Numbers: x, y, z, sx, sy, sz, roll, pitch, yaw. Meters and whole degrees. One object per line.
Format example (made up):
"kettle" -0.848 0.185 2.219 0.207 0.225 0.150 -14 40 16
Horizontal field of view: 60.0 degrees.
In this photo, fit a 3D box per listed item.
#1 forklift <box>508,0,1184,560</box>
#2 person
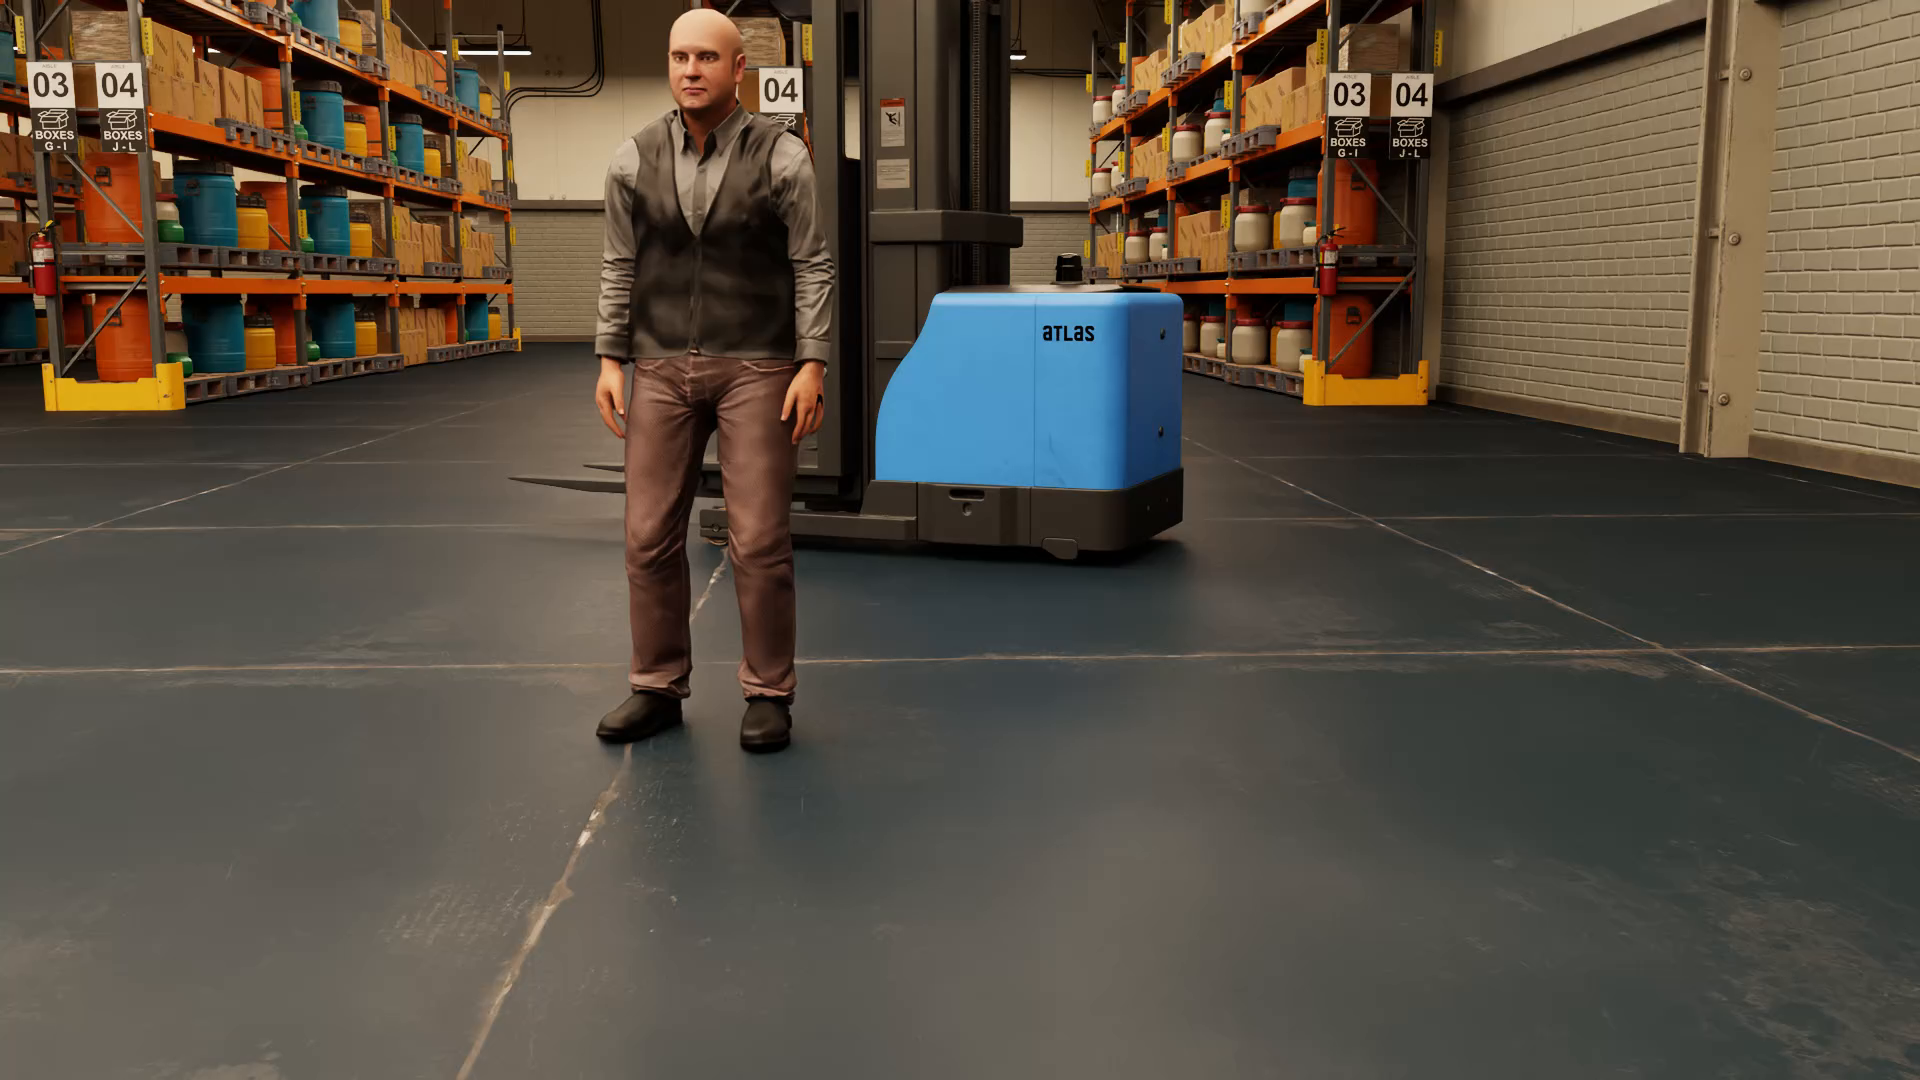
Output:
"forklift" -0.581 -1.484 7.323 3.031 2.935 1.130 3 9 21
"person" -0.591 -0.379 4.017 0.580 1.719 0.425 2 9 10
